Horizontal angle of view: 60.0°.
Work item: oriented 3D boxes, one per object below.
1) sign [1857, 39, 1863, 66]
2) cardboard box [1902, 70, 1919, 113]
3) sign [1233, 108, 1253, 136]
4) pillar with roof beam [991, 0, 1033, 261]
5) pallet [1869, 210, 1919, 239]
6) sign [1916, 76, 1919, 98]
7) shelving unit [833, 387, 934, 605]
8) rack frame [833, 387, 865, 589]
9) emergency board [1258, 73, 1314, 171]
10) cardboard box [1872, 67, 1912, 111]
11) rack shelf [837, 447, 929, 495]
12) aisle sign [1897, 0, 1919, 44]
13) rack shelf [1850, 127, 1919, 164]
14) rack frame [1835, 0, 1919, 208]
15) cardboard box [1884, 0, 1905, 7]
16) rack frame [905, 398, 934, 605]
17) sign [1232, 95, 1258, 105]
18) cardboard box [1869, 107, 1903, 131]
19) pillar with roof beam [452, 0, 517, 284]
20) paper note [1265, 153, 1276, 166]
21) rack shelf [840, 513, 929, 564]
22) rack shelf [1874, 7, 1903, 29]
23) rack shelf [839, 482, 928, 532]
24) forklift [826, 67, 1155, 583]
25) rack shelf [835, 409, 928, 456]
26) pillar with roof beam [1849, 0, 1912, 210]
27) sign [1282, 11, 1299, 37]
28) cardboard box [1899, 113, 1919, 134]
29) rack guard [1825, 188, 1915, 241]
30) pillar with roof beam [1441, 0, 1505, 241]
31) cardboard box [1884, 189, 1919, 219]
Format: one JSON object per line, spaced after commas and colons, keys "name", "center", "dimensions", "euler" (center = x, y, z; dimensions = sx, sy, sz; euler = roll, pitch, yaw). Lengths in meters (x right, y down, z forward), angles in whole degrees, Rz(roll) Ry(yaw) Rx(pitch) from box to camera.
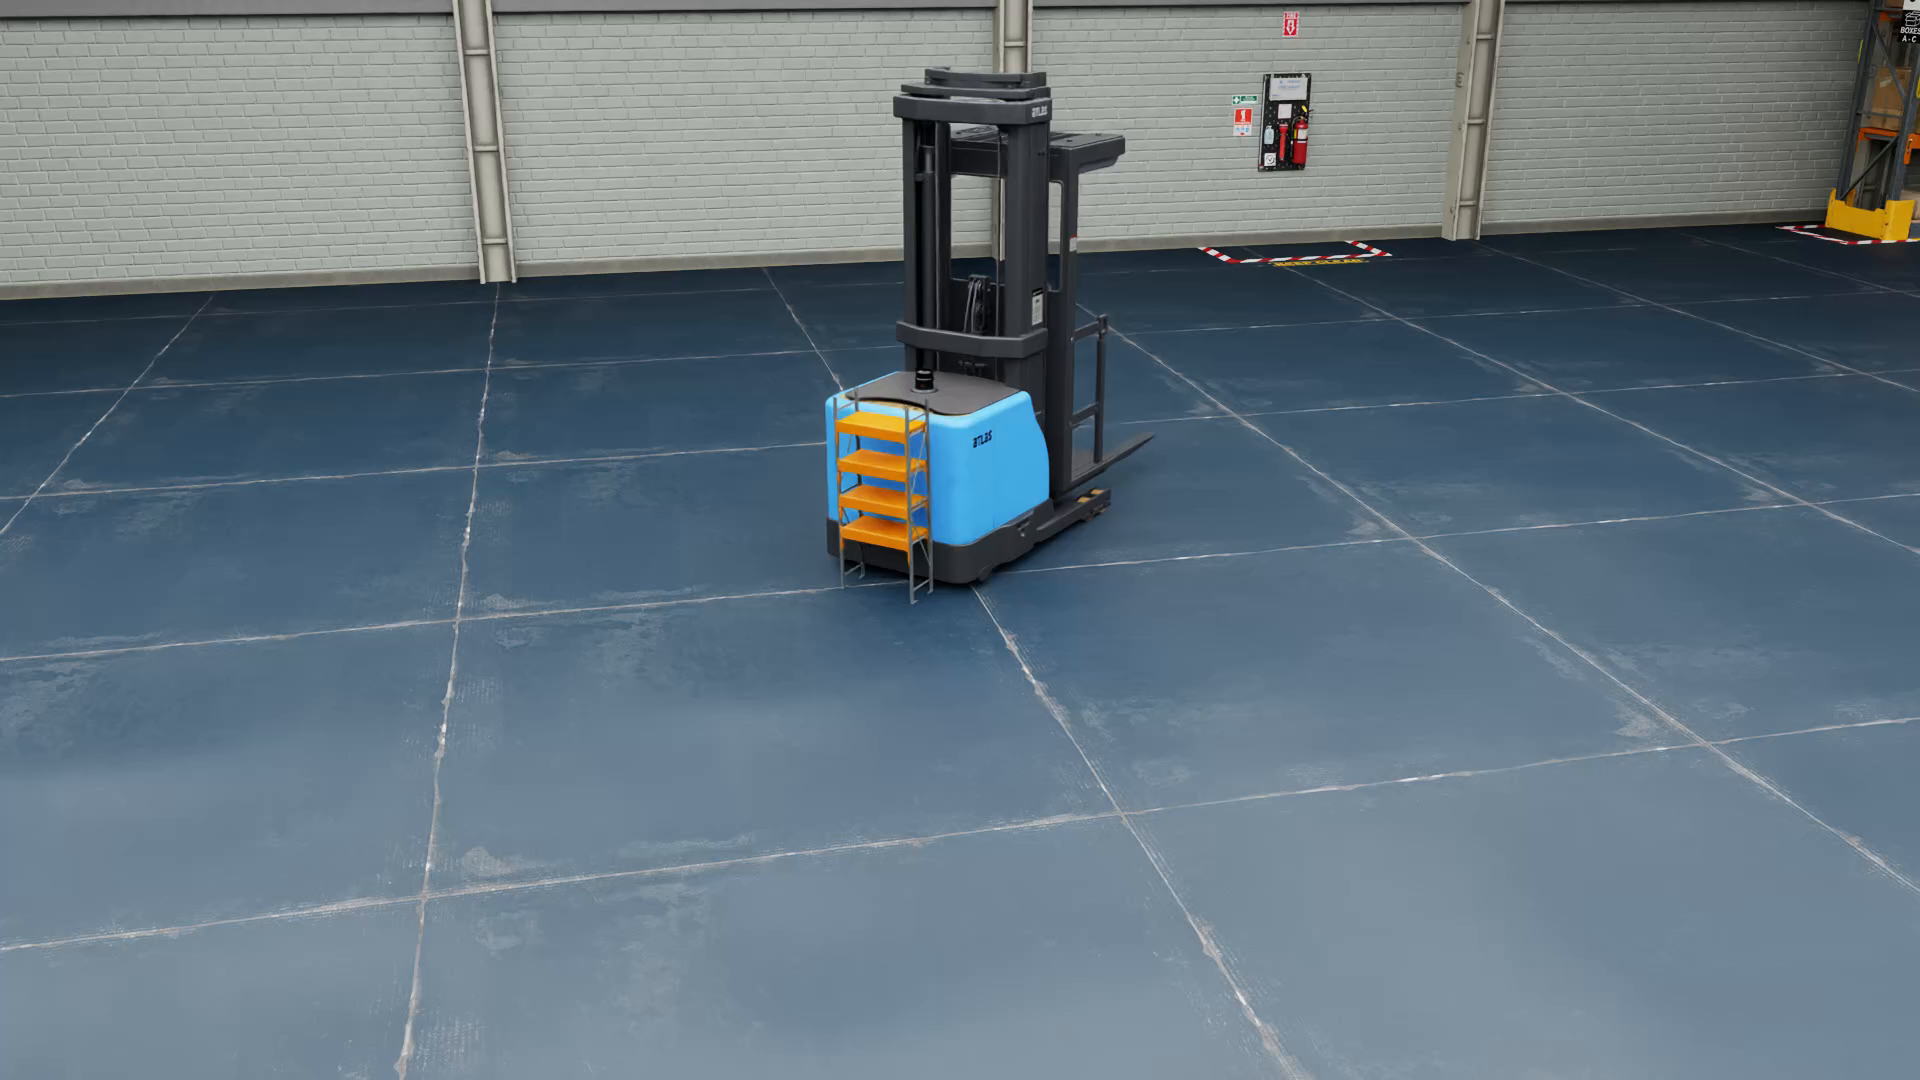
{"name": "sign", "center": [11.697, -6.315, 21.549], "dimensions": [0.005, 0.325, 0.100], "euler": [-5, 21, -12]}
{"name": "cardboard box", "center": [12.339, -5.663, 21.013], "dimensions": [0.500, 0.500, 0.500], "euler": [-5, 21, -12]}
{"name": "sign", "center": [3.473, -5.130, 20.406], "dimensions": [0.234, 0.329, 0.001], "euler": [-5, 21, -12]}
{"name": "pillar with roof beam", "center": [1.600, -6.206, 14.674], "dimensions": [0.400, 9.000, 9.100], "euler": [-5, 21, -12]}
{"name": "pallet", "center": [12.678, -4.184, 21.930], "dimensions": [1.213, 0.211, 1.003], "euler": [-5, 21, -12]}
{"name": "sign", "center": [11.930, -5.660, 20.646], "dimensions": [0.005, 0.325, 0.100], "euler": [-5, 21, -12]}
{"name": "shelving unit", "center": [-0.445, -0.259, 9.767], "dimensions": [0.503, 1.200, 0.258], "euler": [11, 25, 28]}
{"name": "rack frame", "center": [-0.656, -0.302, 9.882], "dimensions": [0.015, 1.200, 0.240], "euler": [11, 25, 28]}
{"name": "emergency board", "center": [4.035, -5.122, 20.437], "dimensions": [0.643, 1.169, 0.194], "euler": [-5, 21, -12]}
{"name": "cardboard box", "center": [12.215, -5.835, 21.481], "dimensions": [0.500, 0.500, 0.500], "euler": [-5, 21, -13]}
{"name": "rack shelf", "center": [-0.448, -0.405, 9.710], "dimensions": [0.480, 0.148, 0.258], "euler": [11, 25, 28]}
{"name": "aisle sign", "center": [11.804, -6.550, 20.554], "dimensions": [0.004, 0.787, 0.394], "euler": [-5, 21, -12]}
{"name": "rack shelf", "center": [13.752, -5.256, 21.847], "dimensions": [4.000, 0.370, 1.077], "euler": [-5, 21, -12]}
{"name": "rack frame", "center": [11.805, -5.435, 21.291], "dimensions": [0.127, 3.000, 1.000], "euler": [-5, 21, -12]}
{"name": "cardboard box", "center": [12.153, -7.018, 21.076], "dimensions": [0.500, 0.500, 0.500], "euler": [-3, 20, -9]}
{"name": "rack frame", "center": [-0.235, -0.217, 9.652], "dimensions": [0.015, 1.200, 0.240], "euler": [11, 25, 28]}
{"name": "sign", "center": [3.479, -5.376, 20.308], "dimensions": [0.331, 0.109, 0.001], "euler": [-5, 21, -12]}
{"name": "cardboard box", "center": [12.216, -5.476, 21.592], "dimensions": [0.500, 0.250, 0.500], "euler": [-4, 21, -12]}
{"name": "pillar with roof beam", "center": [-4.239, -5.731, 13.378], "dimensions": [0.400, 9.000, 9.100], "euler": [-5, 21, -12]}
{"name": "paper note", "center": [3.847, -4.718, 20.614], "dimensions": [0.142, 0.148, 0.016], "euler": [-5, 21, -12]}
{"name": "rack shelf", "center": [-0.441, -0.012, 9.865], "dimensions": [0.480, 0.148, 0.258], "euler": [11, 25, 28]}
{"name": "rack shelf", "center": [13.752, -6.664, 21.331], "dimensions": [4.000, 0.370, 1.077], "euler": [-5, 21, -12]}
{"name": "rack shelf", "center": [-0.444, -0.197, 9.792], "dimensions": [0.480, 0.148, 0.258], "euler": [11, 25, 28]}
{"name": "forklift", "center": [0.370, -1.574, 10.850], "dimensions": [1.130, 2.935, 3.031], "euler": [12, 23, 29]}
{"name": "rack shelf", "center": [-0.451, -0.625, 9.623], "dimensions": [0.480, 0.148, 0.258], "euler": [11, 25, 28]}
{"name": "pillar with roof beam", "center": [13.278, -7.156, 17.267], "dimensions": [0.400, 9.000, 9.100], "euler": [-5, 21, -12]}
{"name": "sign", "center": [4.004, -6.244, 20.128], "dimensions": [0.199, 0.298, 0.001], "euler": [-5, 21, -12]}
{"name": "cardboard box", "center": [12.353, -5.306, 21.129], "dimensions": [0.500, 0.250, 0.500], "euler": [-5, 21, -14]}
{"name": "rack guard", "center": [11.879, -4.267, 21.737], "dimensions": [0.348, 0.500, 1.175], "euler": [-5, 21, -12]}
{"name": "pillar with roof beam", "center": [7.439, -6.681, 15.971], "dimensions": [0.400, 9.000, 9.100], "euler": [-5, 21, -12]}
{"name": "cardboard box", "center": [12.499, -4.404, 21.745], "dimensions": [0.500, 0.311, 0.500], "euler": [-7, 21, -19]}
